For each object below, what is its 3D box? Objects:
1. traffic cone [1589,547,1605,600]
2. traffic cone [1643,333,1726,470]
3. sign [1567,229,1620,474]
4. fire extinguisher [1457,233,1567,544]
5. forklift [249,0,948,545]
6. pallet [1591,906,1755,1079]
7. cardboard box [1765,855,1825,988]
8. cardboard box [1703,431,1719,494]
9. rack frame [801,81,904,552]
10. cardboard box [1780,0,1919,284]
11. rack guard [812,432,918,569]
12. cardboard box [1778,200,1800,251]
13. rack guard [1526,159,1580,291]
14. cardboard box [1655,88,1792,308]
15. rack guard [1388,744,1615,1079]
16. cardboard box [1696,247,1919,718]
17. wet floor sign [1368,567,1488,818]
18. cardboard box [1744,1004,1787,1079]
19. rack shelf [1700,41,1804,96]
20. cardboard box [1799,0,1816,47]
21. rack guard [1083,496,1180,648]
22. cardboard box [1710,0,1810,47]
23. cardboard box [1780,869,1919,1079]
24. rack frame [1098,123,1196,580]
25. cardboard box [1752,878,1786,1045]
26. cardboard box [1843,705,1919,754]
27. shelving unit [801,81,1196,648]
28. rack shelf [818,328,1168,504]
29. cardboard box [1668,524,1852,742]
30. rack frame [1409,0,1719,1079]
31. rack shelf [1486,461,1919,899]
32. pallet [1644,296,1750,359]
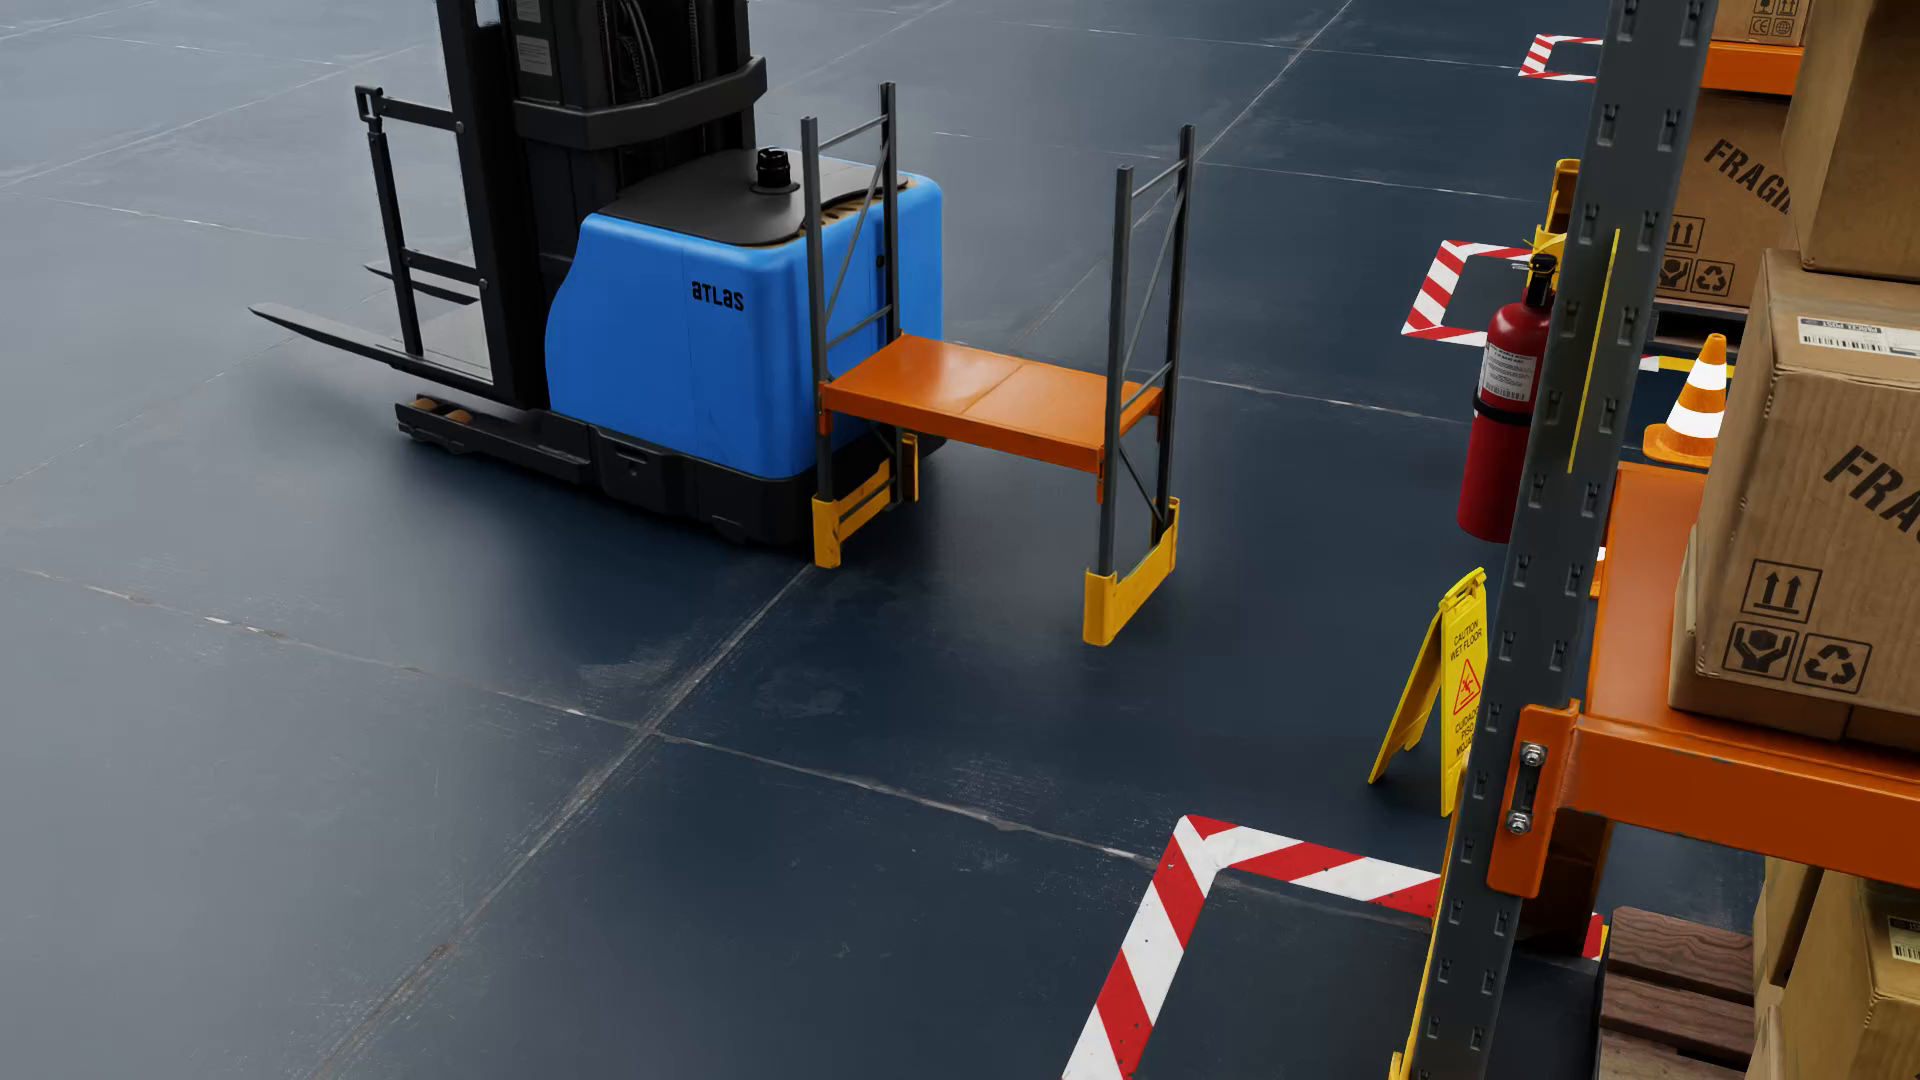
[{"bbox_3d":[2.055,-0.099,5.455,0.334,0.463,0.336,11,31,19],"label":"traffic cone"},{"bbox_3d":[2.795,-0.552,6.256,0.334,0.463,0.336,11,31,19],"label":"traffic cone"},{"bbox_3d":[0.866,-0.256,2.274,0.005,0.325,0.100,11,31,19],"label":"sign"},{"bbox_3d":[1.137,-0.324,3.353,0.183,0.674,0.296,11,31,19],"label":"fire extinguisher"},{"bbox_3d":[-1.562,-1.800,5.956,3.031,2.935,1.130,18,34,28],"label":"forklift"},{"bbox_3d":[1.880,1.268,3.292,1.213,0.211,1.003,11,31,19],"label":"pallet"},{"bbox_3d":[1.910,0.591,3.262,0.500,0.500,0.500,11,31,19],"label":"cardboard box"},{"bbox_3d":[1.497,-0.045,3.037,0.250,0.149,0.380,12,32,21],"label":"cardboard box"},{"bbox_3d":[-0.337,-0.692,5.450,0.032,1.500,0.500,15,33,25],"label":"rack frame"},{"bbox_3d":[1.625,-0.739,2.590,0.500,0.500,0.700,11,31,18],"label":"cardboard box"},{"bbox_3d":[-0.320,-0.143,5.750,0.087,0.250,0.587,15,33,25],"label":"rack guard"},{"bbox_3d":[1.676,-0.324,2.871,0.500,0.500,0.500,11,31,18],"label":"cardboard box"},{"bbox_3d":[2.815,-1.318,7.574,0.348,0.500,1.175,11,31,19],"label":"rack guard"},{"bbox_3d":[3.490,-1.564,7.202,0.875,0.875,0.875,11,31,19],"label":"cardboard box"},{"bbox_3d":[1.140,0.976,3.515,0.348,0.500,1.175,11,31,19],"label":"rack guard"},{"bbox_3d":[1.404,-0.085,2.448,0.500,0.500,0.500,11,31,18],"label":"cardboard box"},{"bbox_3d":[1.296,0.376,4.429,0.232,0.644,0.267,24,37,36],"label":"wet floor sign"},{"bbox_3d":[1.713,1.163,3.011,0.500,0.250,0.500,11,31,19],"label":"cardboard box"},{"bbox_3d":[4.690,-1.719,6.473,4.000,0.370,1.077,11,31,19],"label":"rack shelf"},{"bbox_3d":[3.716,-2.327,6.667,0.550,0.550,0.875,11,31,19],"label":"cardboard box"},{"bbox_3d":[0.554,0.092,5.333,0.087,0.250,0.587,15,33,25],"label":"rack guard"},{"bbox_3d":[3.198,-2.419,6.829,0.550,0.550,0.875,11,31,19],"label":"cardboard box"},{"bbox_3d":[1.735,0.841,2.819,0.500,0.500,0.500,10,31,17],"label":"cardboard box"},{"bbox_3d":[0.555,-0.452,5.025,0.032,1.500,0.500,15,33,25],"label":"rack frame"},{"bbox_3d":[1.942,0.919,3.443,0.500,0.250,0.500,11,31,19],"label":"cardboard box"},{"bbox_3d":[1.546,0.181,2.637,0.250,0.149,0.380,12,32,20],"label":"cardboard box"},{"bbox_3d":[0.117,-0.570,5.234,1.083,1.500,0.587,15,33,25],"label":"shelving unit"},{"bbox_3d":[0.109,-0.415,5.326,1.000,0.185,0.538,15,33,25],"label":"rack shelf"},{"bbox_3d":[1.307,0.141,2.708,0.250,0.149,0.380,11,31,19],"label":"cardboard box"},{"bbox_3d":[1.070,-0.126,2.925,0.127,3.000,1.000,11,31,19],"label":"rack frame"},{"bbox_3d":[2.923,0.557,2.447,4.000,0.370,1.077,11,31,19],"label":"rack shelf"},{"bbox_3d":[3.607,-1.076,7.438,1.213,0.211,1.003,11,31,19],"label":"pallet"}]
